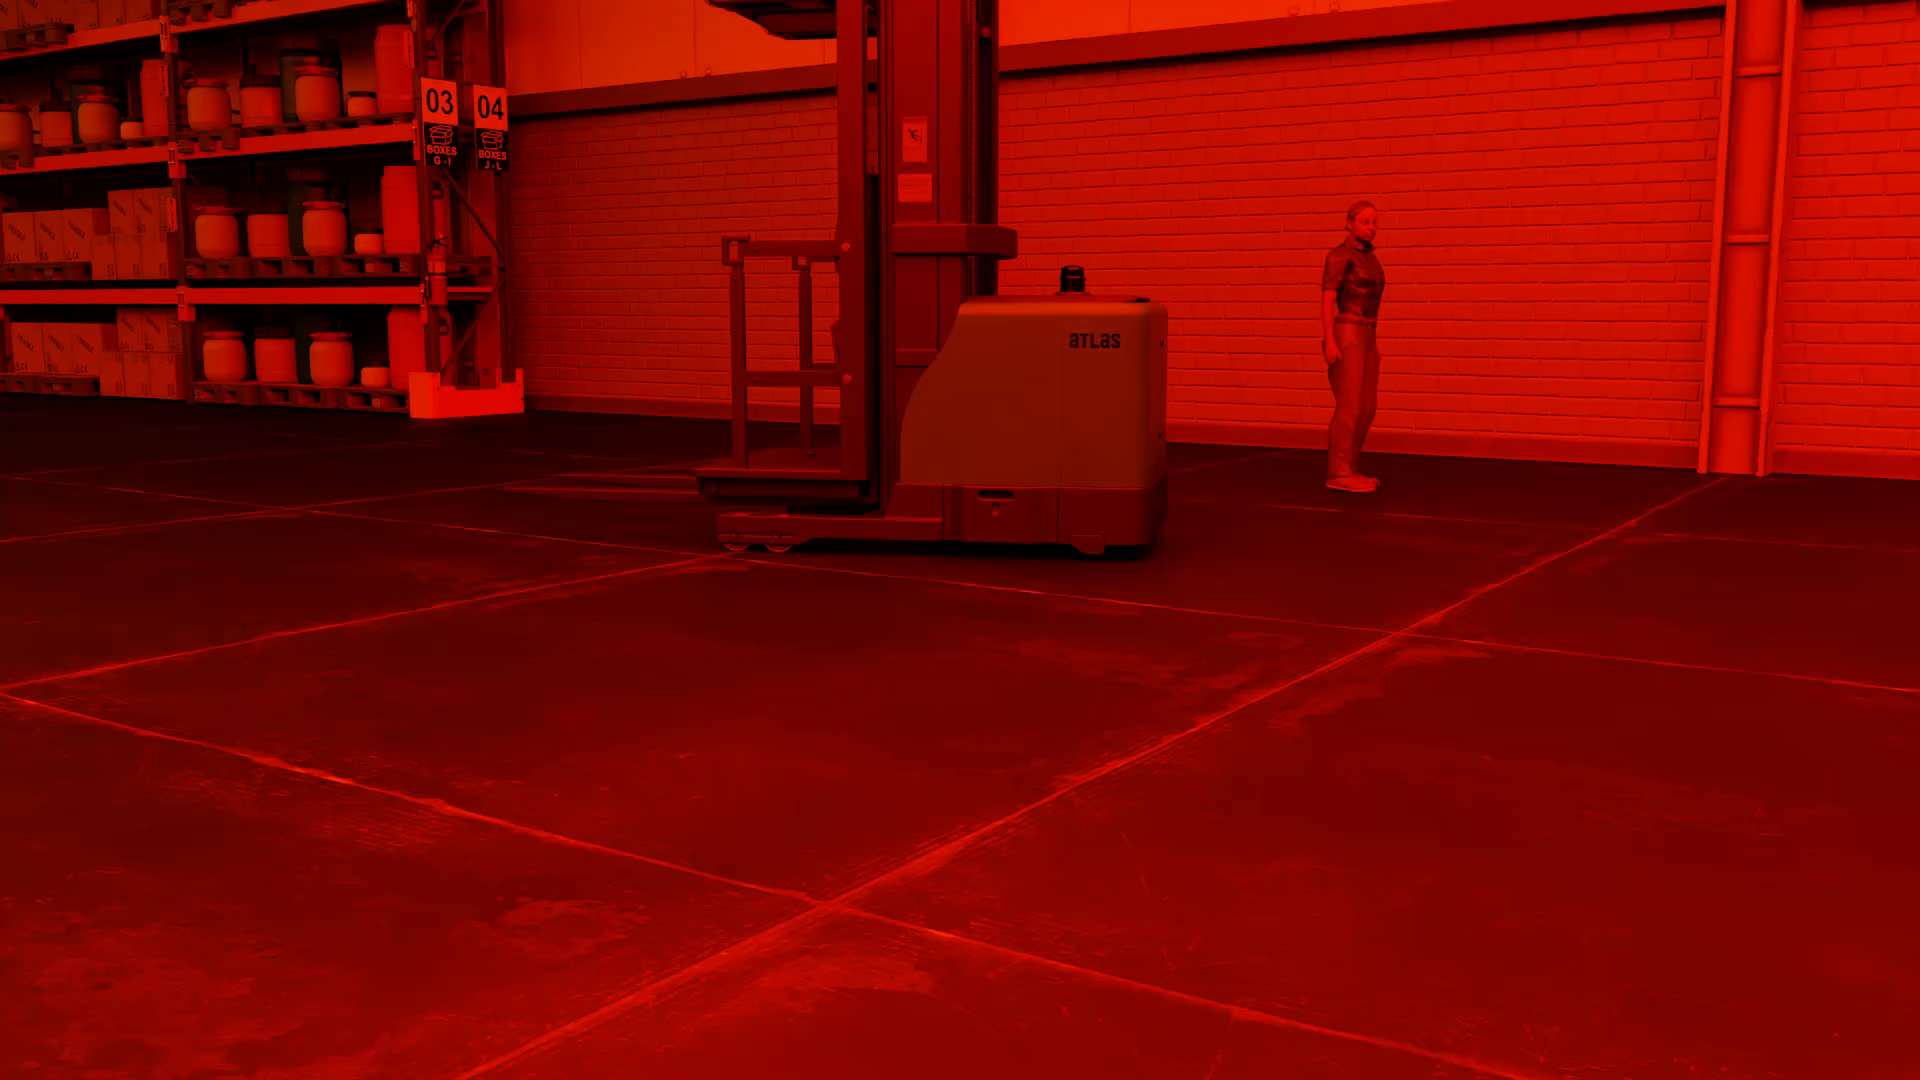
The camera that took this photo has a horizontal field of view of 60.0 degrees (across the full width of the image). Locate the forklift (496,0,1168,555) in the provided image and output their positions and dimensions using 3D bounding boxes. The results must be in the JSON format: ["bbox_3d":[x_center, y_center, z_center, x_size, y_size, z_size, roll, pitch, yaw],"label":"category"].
[{"bbox_3d":[-0.596,-1.469,7.520,3.031,2.935,1.130,2,8,12],"label":"forklift"}]

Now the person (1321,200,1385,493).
[{"bbox_3d":[2.298,-1.117,9.583,0.374,1.659,0.574,6,10,37],"label":"person"}]
